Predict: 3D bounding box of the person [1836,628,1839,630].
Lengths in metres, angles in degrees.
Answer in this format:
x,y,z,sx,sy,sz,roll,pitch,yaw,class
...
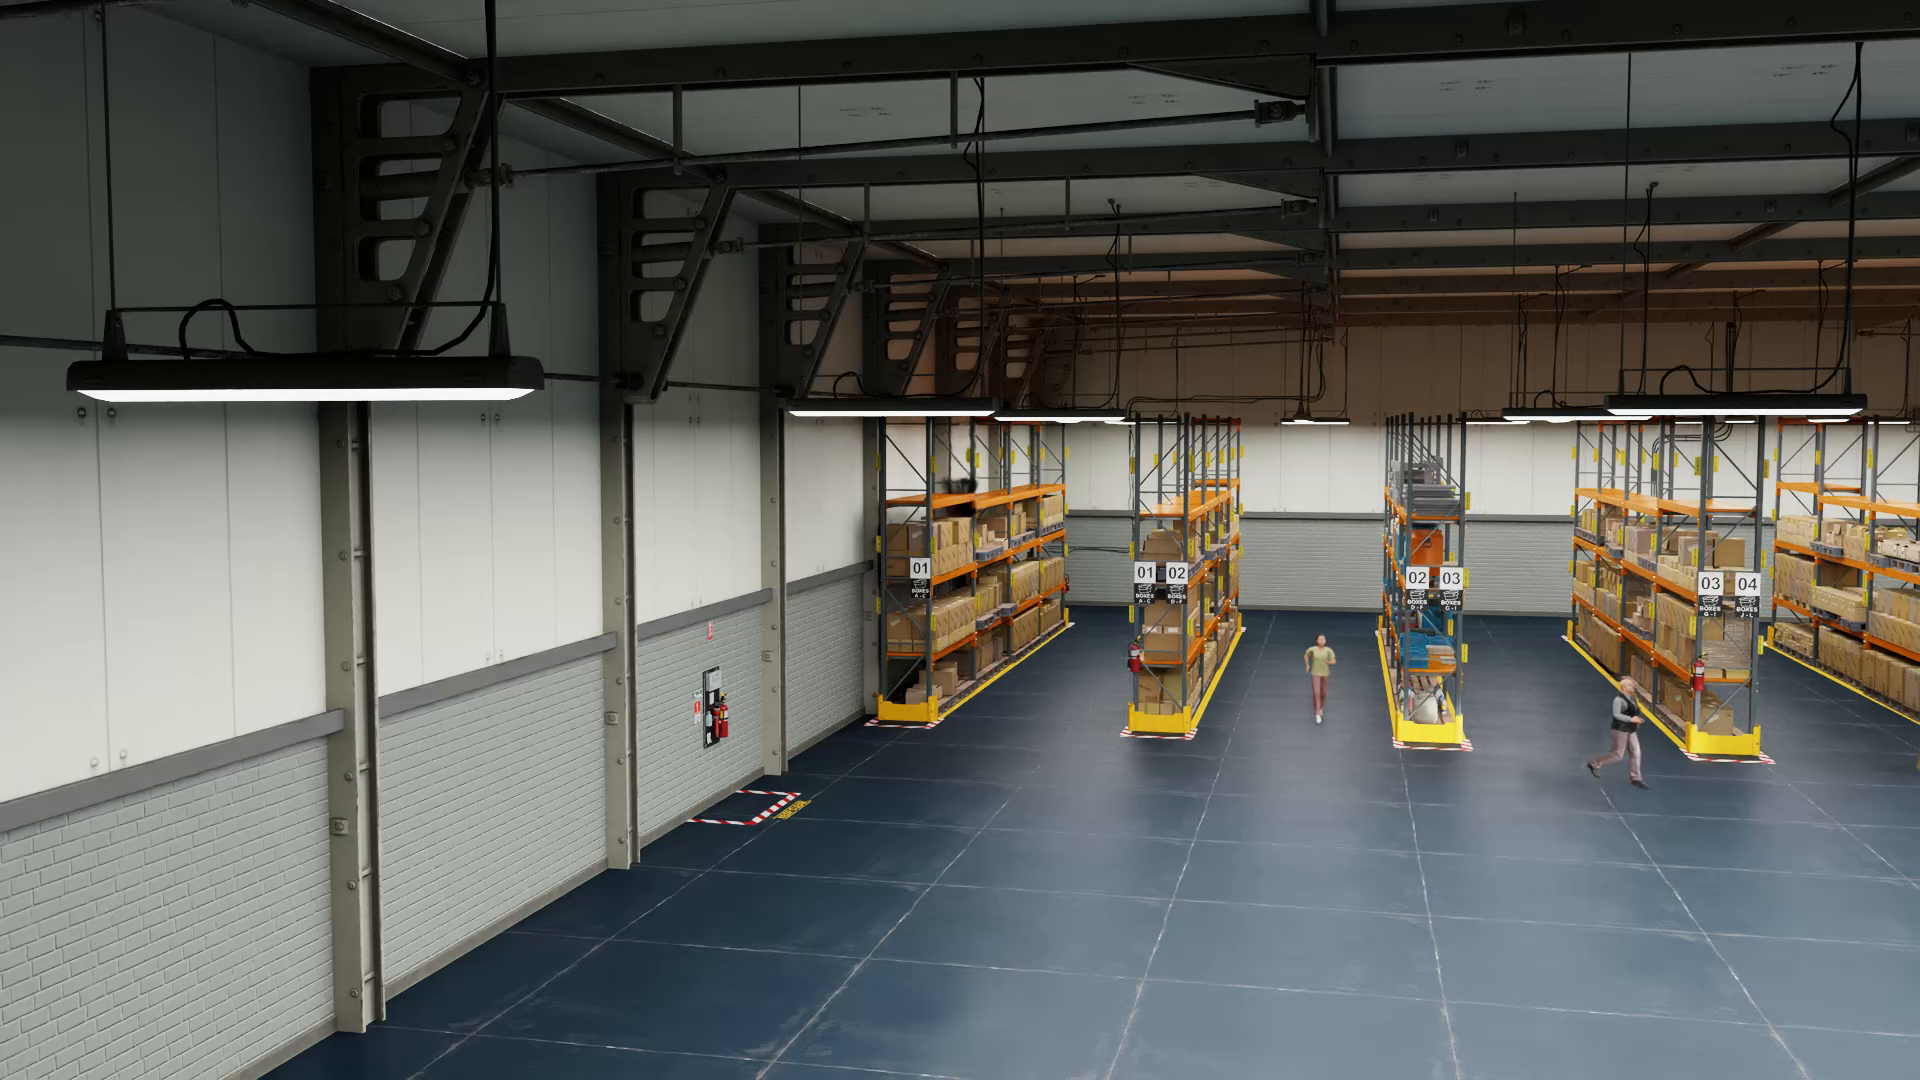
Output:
x,y,z,sx,sy,sz,roll,pitch,yaw,class
23.192,1.932,43.472,0.672,1.735,0.616,-1,4,-12,person

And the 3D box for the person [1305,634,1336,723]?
x,y,z,sx,sy,sz,roll,pitch,yaw,class
7.042,2.662,32.472,0.564,1.682,0.907,0,4,3,person

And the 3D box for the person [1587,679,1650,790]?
x,y,z,sx,sy,sz,roll,pitch,yaw,class
10.567,3.069,26.566,0.669,1.730,0.949,-4,5,-44,person
